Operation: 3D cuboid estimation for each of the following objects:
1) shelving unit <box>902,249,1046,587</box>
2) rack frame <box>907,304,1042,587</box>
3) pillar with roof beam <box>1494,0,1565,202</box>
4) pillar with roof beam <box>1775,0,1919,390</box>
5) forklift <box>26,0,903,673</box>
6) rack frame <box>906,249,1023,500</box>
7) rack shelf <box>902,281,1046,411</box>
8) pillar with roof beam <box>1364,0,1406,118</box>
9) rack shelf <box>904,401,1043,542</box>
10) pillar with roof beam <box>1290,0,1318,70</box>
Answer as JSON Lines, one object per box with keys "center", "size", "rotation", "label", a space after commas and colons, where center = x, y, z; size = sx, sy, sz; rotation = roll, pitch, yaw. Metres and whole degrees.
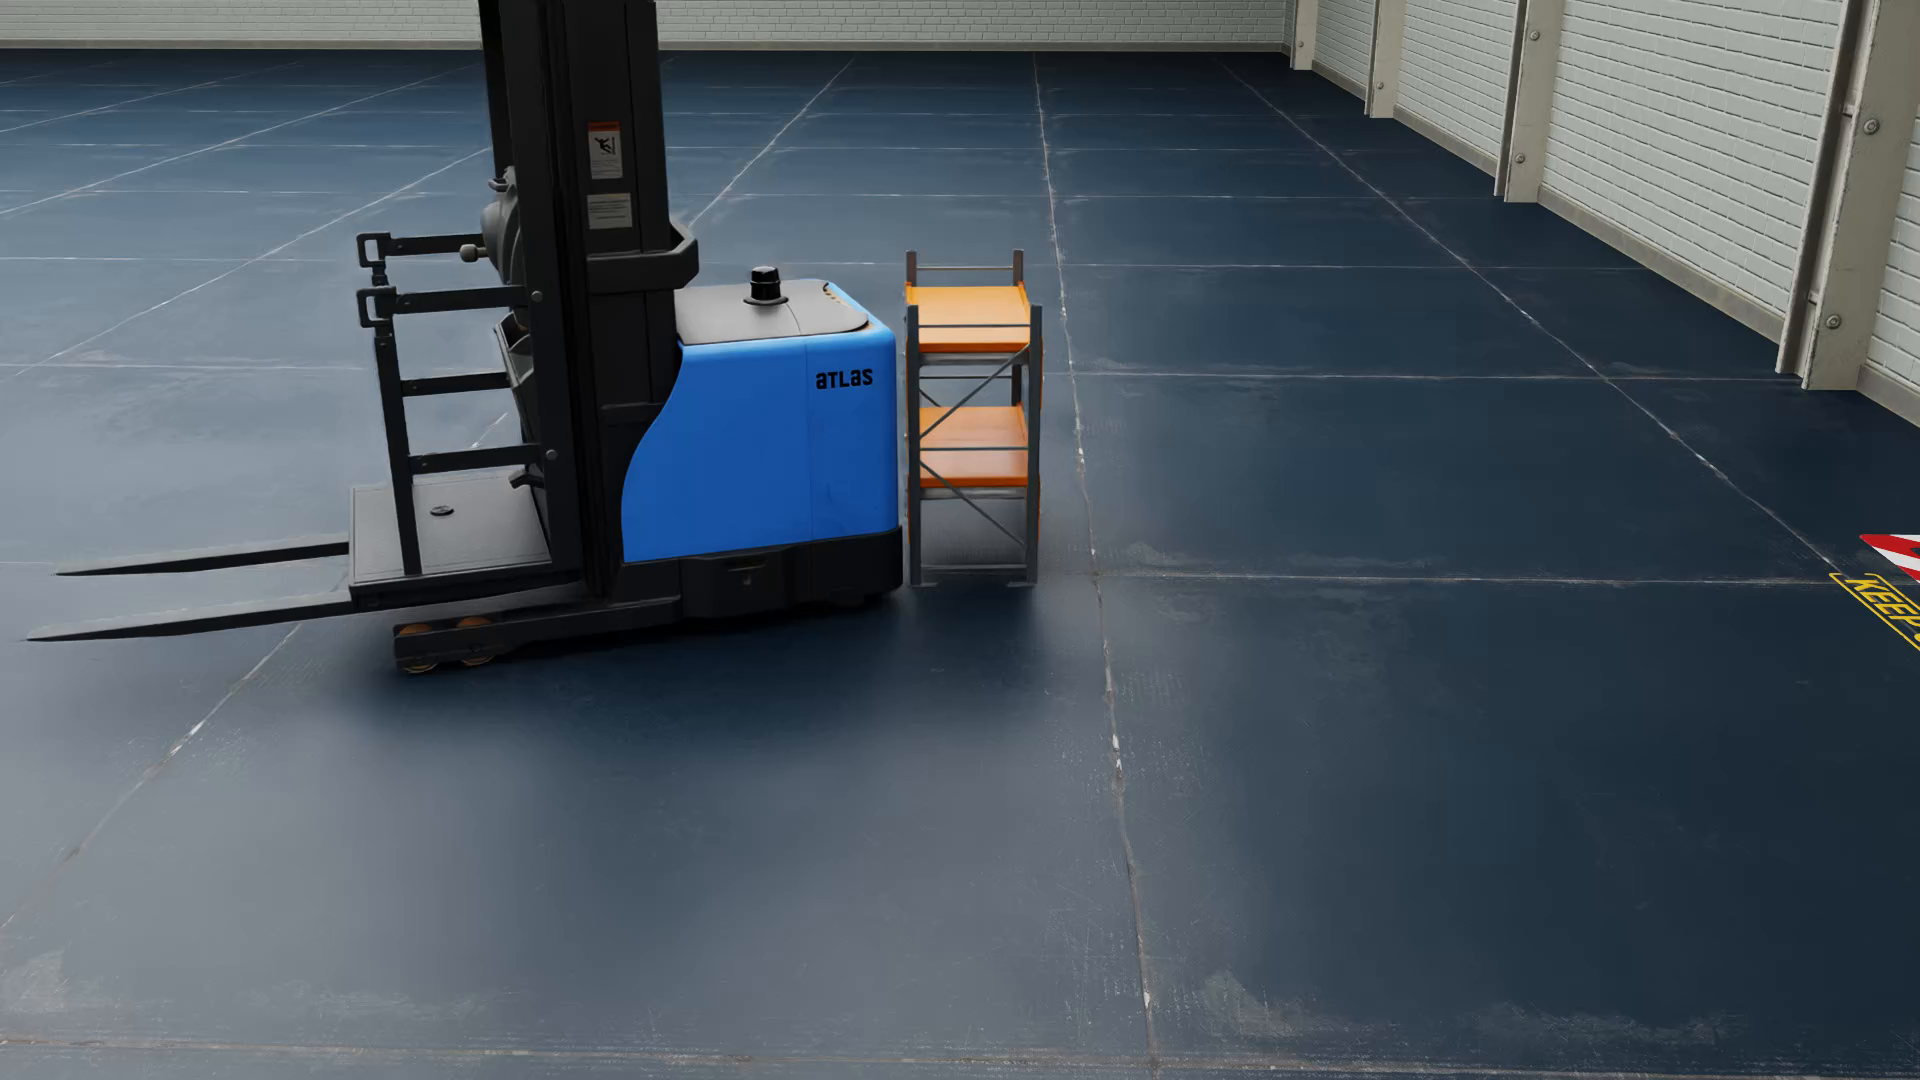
{"center": [0.037, -0.530, 6.841], "size": [0.538, 1.125, 1.048], "rotation": [-1, 21, -2], "label": "shelving unit"}
{"center": [0.054, -0.347, 6.367], "size": [0.500, 1.125, 0.032], "rotation": [-1, 21, -2], "label": "rack frame"}
{"center": [0.699, -7.311, 13.432], "size": [9.100, 9.000, 0.400], "rotation": [1, 21, 2], "label": "pillar with roof beam"}
{"center": [0.517, -5.142, 7.840], "size": [9.100, 9.000, 0.400], "rotation": [1, 21, 2], "label": "pillar with roof beam"}
{"center": [-1.794, -1.116, 5.853], "size": [3.031, 2.935, 1.130], "rotation": [-7, 22, -17], "label": "forklift"}
{"center": [0.021, -0.714, 7.315], "size": [0.500, 1.125, 0.032], "rotation": [-1, 21, -2], "label": "rack frame"}
{"center": [0.037, -0.803, 6.735], "size": [0.538, 0.278, 1.000], "rotation": [-1, 21, -2], "label": "rack shelf"}
{"center": [0.882, -9.481, 19.023], "size": [9.100, 9.000, 0.400], "rotation": [1, 21, 2], "label": "pillar with roof beam"}
{"center": [0.037, -0.302, 6.929], "size": [0.538, 0.278, 1.000], "rotation": [-1, 21, -2], "label": "rack shelf"}
{"center": [1.064, -11.650, 24.614], "size": [9.100, 9.000, 0.400], "rotation": [1, 21, 2], "label": "pillar with roof beam"}
